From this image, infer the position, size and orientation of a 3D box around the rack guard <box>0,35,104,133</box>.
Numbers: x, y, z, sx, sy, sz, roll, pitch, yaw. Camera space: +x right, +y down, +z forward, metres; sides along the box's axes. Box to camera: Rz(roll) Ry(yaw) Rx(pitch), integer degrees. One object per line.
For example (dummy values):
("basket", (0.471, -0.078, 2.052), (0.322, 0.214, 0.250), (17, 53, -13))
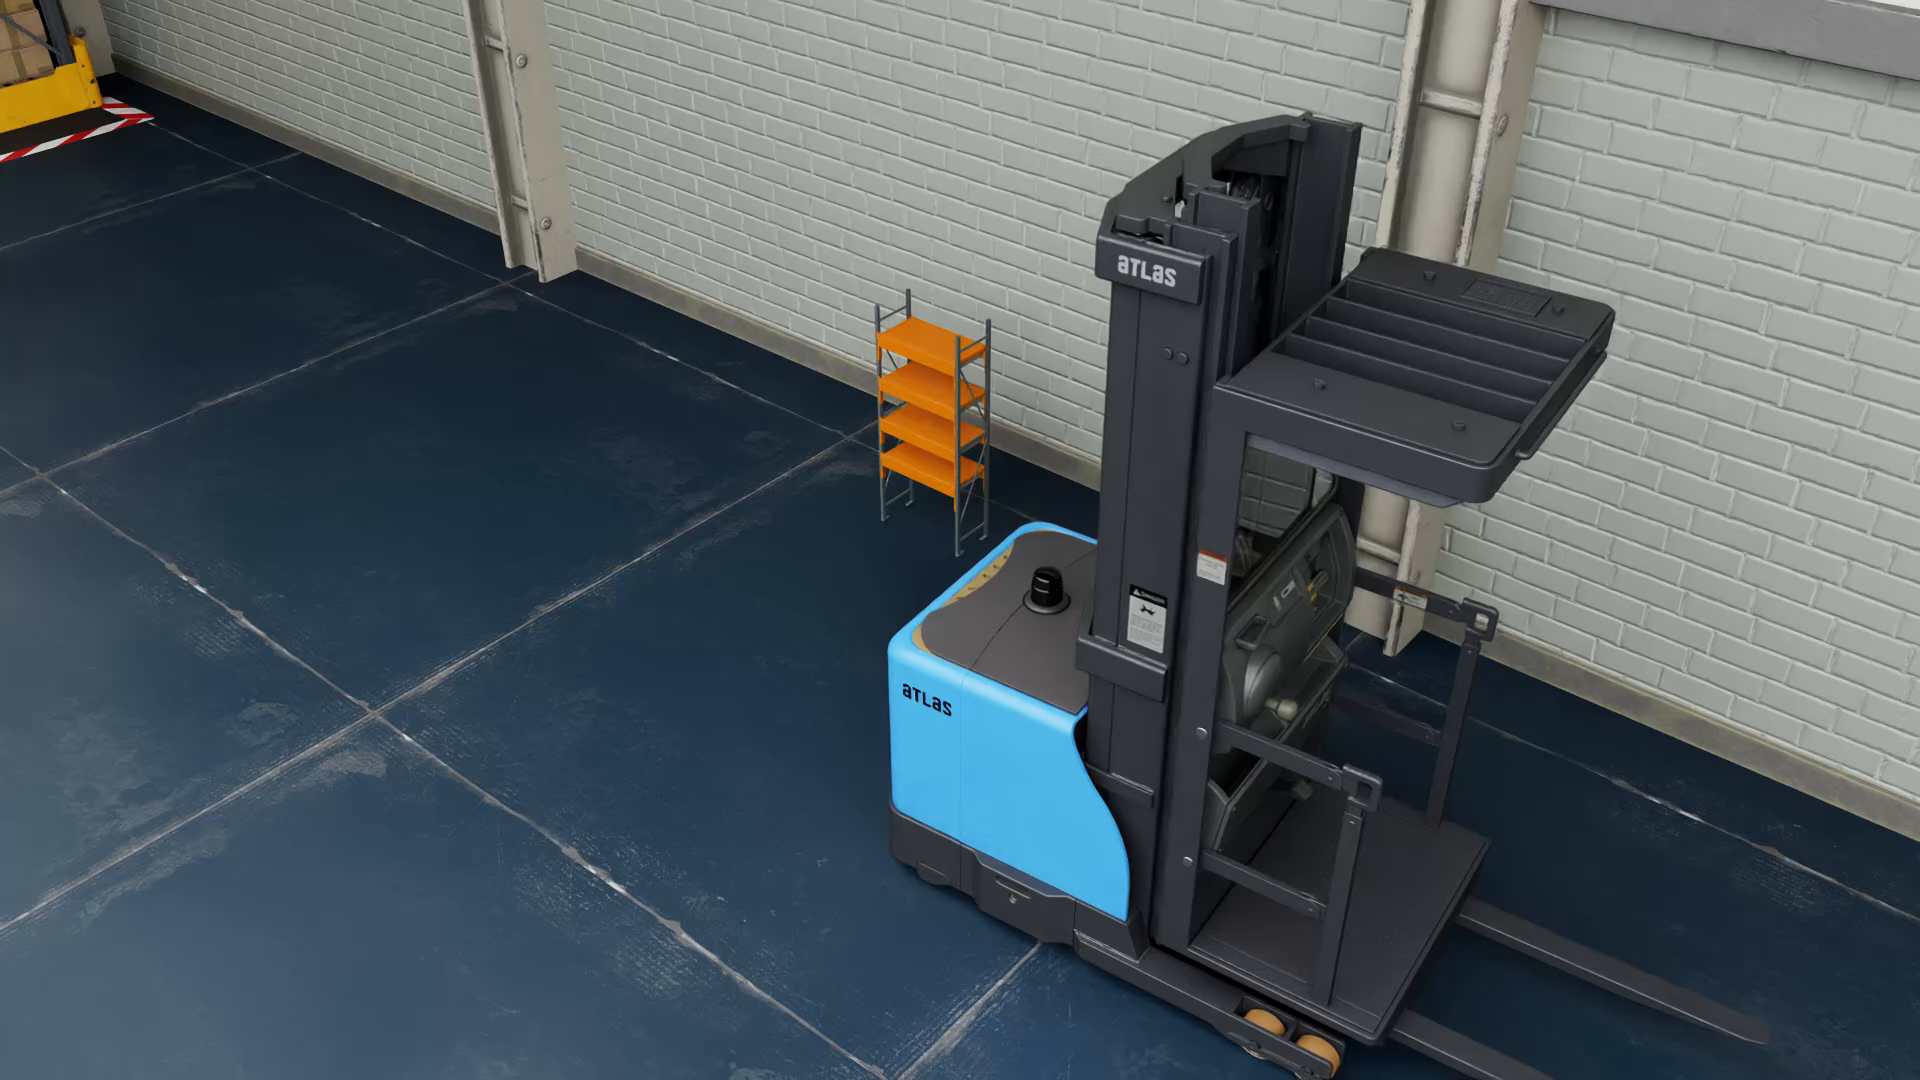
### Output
("rack guard", (-7.350, -3.509, 12.918), (0.348, 0.500, 1.175), (25, 42, 32))

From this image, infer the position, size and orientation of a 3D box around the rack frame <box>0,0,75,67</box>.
("rack frame", (-7.368, -4.548, 12.223), (0.127, 3.000, 1.000), (25, 42, 32))

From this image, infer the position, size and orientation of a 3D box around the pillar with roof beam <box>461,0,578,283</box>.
("pillar with roof beam", (-5.470, -3.619, 5.571), (0.400, 9.000, 9.100), (25, 42, 32))

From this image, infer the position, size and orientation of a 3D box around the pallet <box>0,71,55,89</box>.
("pallet", (-7.983, -3.658, 13.390), (1.213, 0.211, 1.003), (25, 42, 32))

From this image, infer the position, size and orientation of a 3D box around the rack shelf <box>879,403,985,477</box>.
("rack shelf", (-0.127, -0.499, 8.036), (0.480, 0.148, 0.258), (25, 42, 32))

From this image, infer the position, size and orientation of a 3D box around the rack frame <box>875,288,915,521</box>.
("rack frame", (-0.315, -0.643, 8.126), (0.015, 1.200, 0.240), (25, 42, 32))

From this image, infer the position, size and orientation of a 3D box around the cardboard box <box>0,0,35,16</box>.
("cardboard box", (-7.616, -4.257, 12.973), (0.500, 0.250, 0.500), (25, 41, 31))

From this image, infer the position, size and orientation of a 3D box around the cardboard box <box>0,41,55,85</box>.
("cardboard box", (-7.620, -3.851, 13.266), (0.500, 0.250, 0.500), (25, 42, 32))

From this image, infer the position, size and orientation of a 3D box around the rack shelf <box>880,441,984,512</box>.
("rack shelf", (-0.127, -0.335, 8.148), (0.480, 0.148, 0.258), (25, 42, 32))

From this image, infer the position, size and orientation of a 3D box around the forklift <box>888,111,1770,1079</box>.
("forklift", (1.235, 0.277, 5.258), (3.031, 2.935, 1.130), (21, 40, 28))

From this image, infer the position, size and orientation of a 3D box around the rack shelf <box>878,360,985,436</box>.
("rack shelf", (-0.127, -0.683, 7.909), (0.480, 0.148, 0.258), (25, 42, 32))

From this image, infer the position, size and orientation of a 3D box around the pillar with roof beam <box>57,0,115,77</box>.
("pillar with roof beam", (-10.081, -5.793, 8.736), (0.400, 9.000, 9.100), (25, 42, 32))

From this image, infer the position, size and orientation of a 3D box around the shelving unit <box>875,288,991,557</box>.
("shelving unit", (-0.127, -0.555, 7.998), (0.503, 1.200, 0.258), (25, 42, 32))

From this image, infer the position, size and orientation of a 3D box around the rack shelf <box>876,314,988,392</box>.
("rack shelf", (-0.127, -0.878, 7.775), (0.480, 0.148, 0.258), (25, 42, 32))

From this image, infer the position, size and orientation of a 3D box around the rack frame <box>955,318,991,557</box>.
("rack frame", (0.060, -0.466, 7.869), (0.015, 1.200, 0.240), (25, 42, 32))

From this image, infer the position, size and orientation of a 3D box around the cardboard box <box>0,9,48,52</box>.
("cardboard box", (-7.597, -4.055, 13.121), (0.500, 0.250, 0.500), (26, 42, 33))

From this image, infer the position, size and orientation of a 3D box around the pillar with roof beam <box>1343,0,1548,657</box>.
("pillar with roof beam", (-0.859, -1.446, 2.407), (0.400, 9.000, 9.100), (25, 42, 32))
